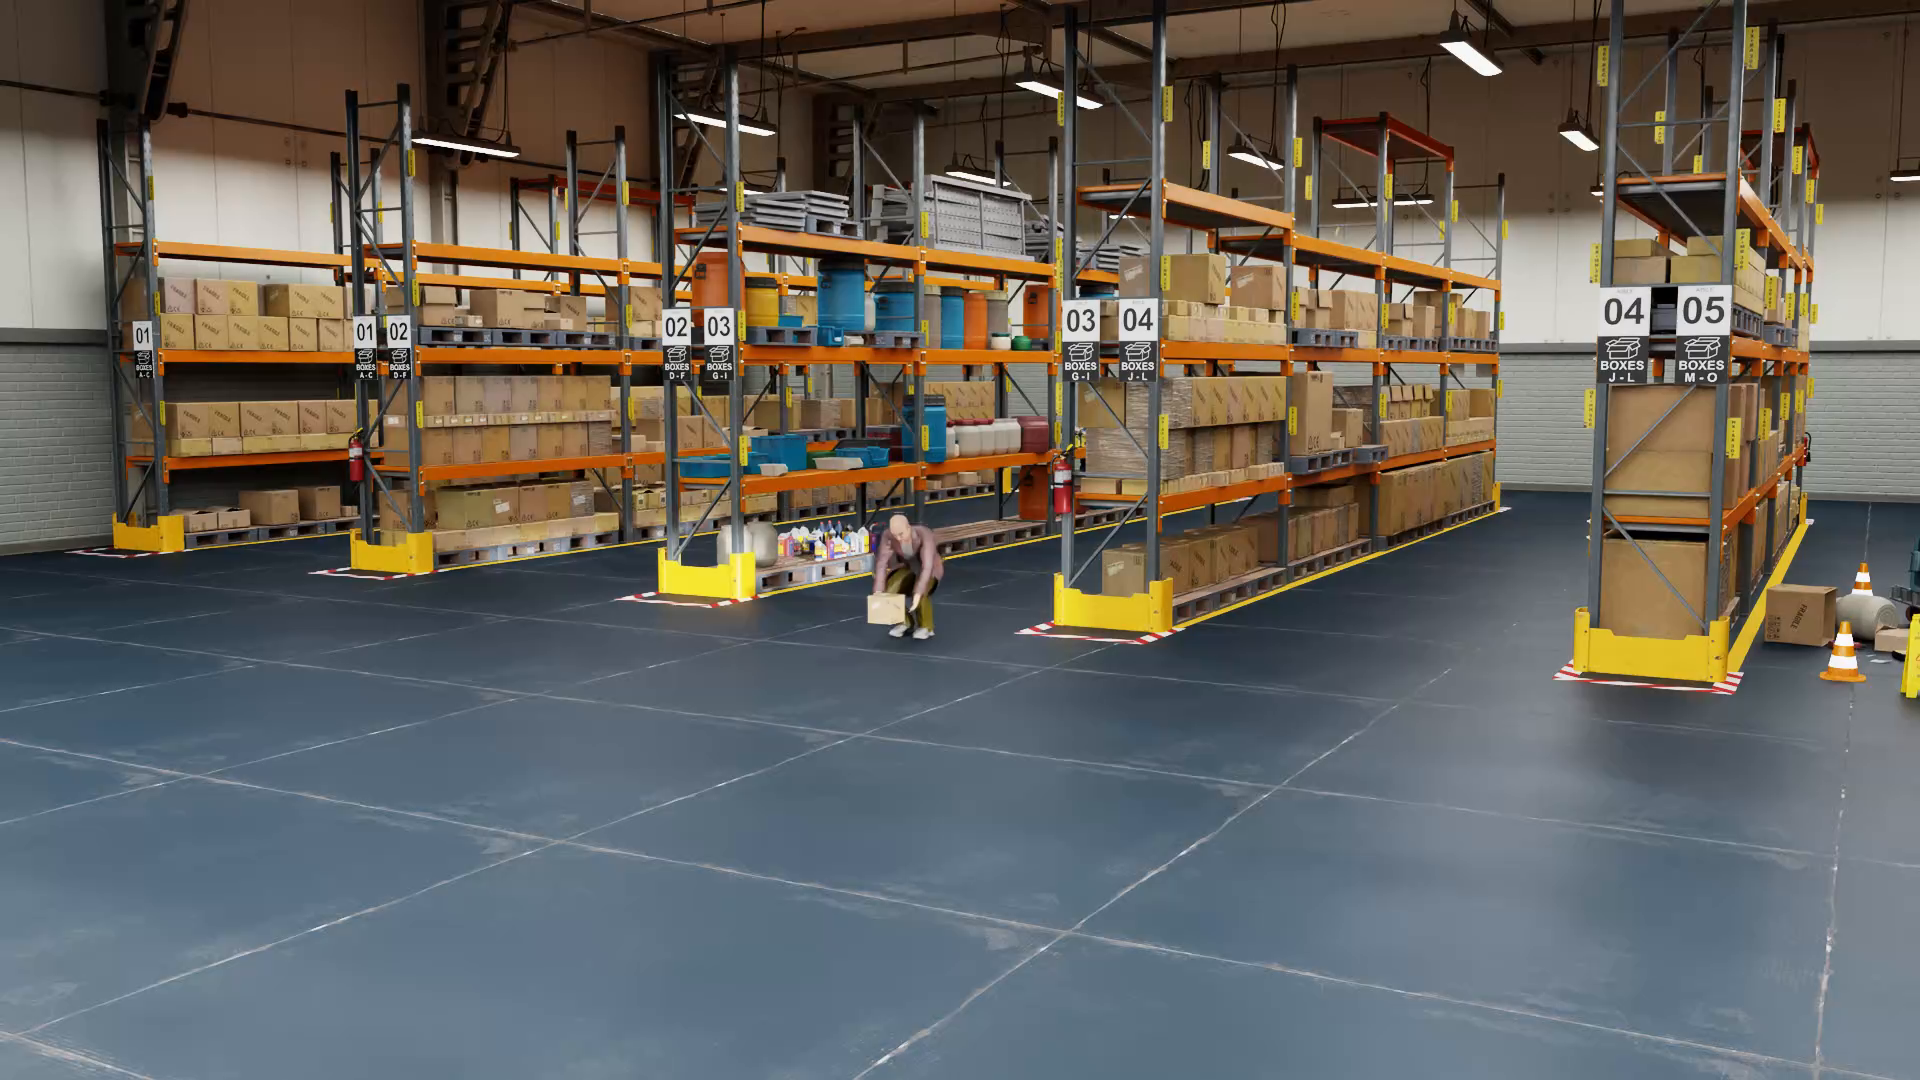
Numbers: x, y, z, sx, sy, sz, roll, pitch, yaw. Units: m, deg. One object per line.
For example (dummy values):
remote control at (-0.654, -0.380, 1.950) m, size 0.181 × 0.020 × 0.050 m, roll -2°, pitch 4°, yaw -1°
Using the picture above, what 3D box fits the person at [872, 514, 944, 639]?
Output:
person at (-0.449, 0.337, 15.719) m, size 0.626 × 1.180 × 0.821 m, roll 3°, pitch 7°, yaw 28°
